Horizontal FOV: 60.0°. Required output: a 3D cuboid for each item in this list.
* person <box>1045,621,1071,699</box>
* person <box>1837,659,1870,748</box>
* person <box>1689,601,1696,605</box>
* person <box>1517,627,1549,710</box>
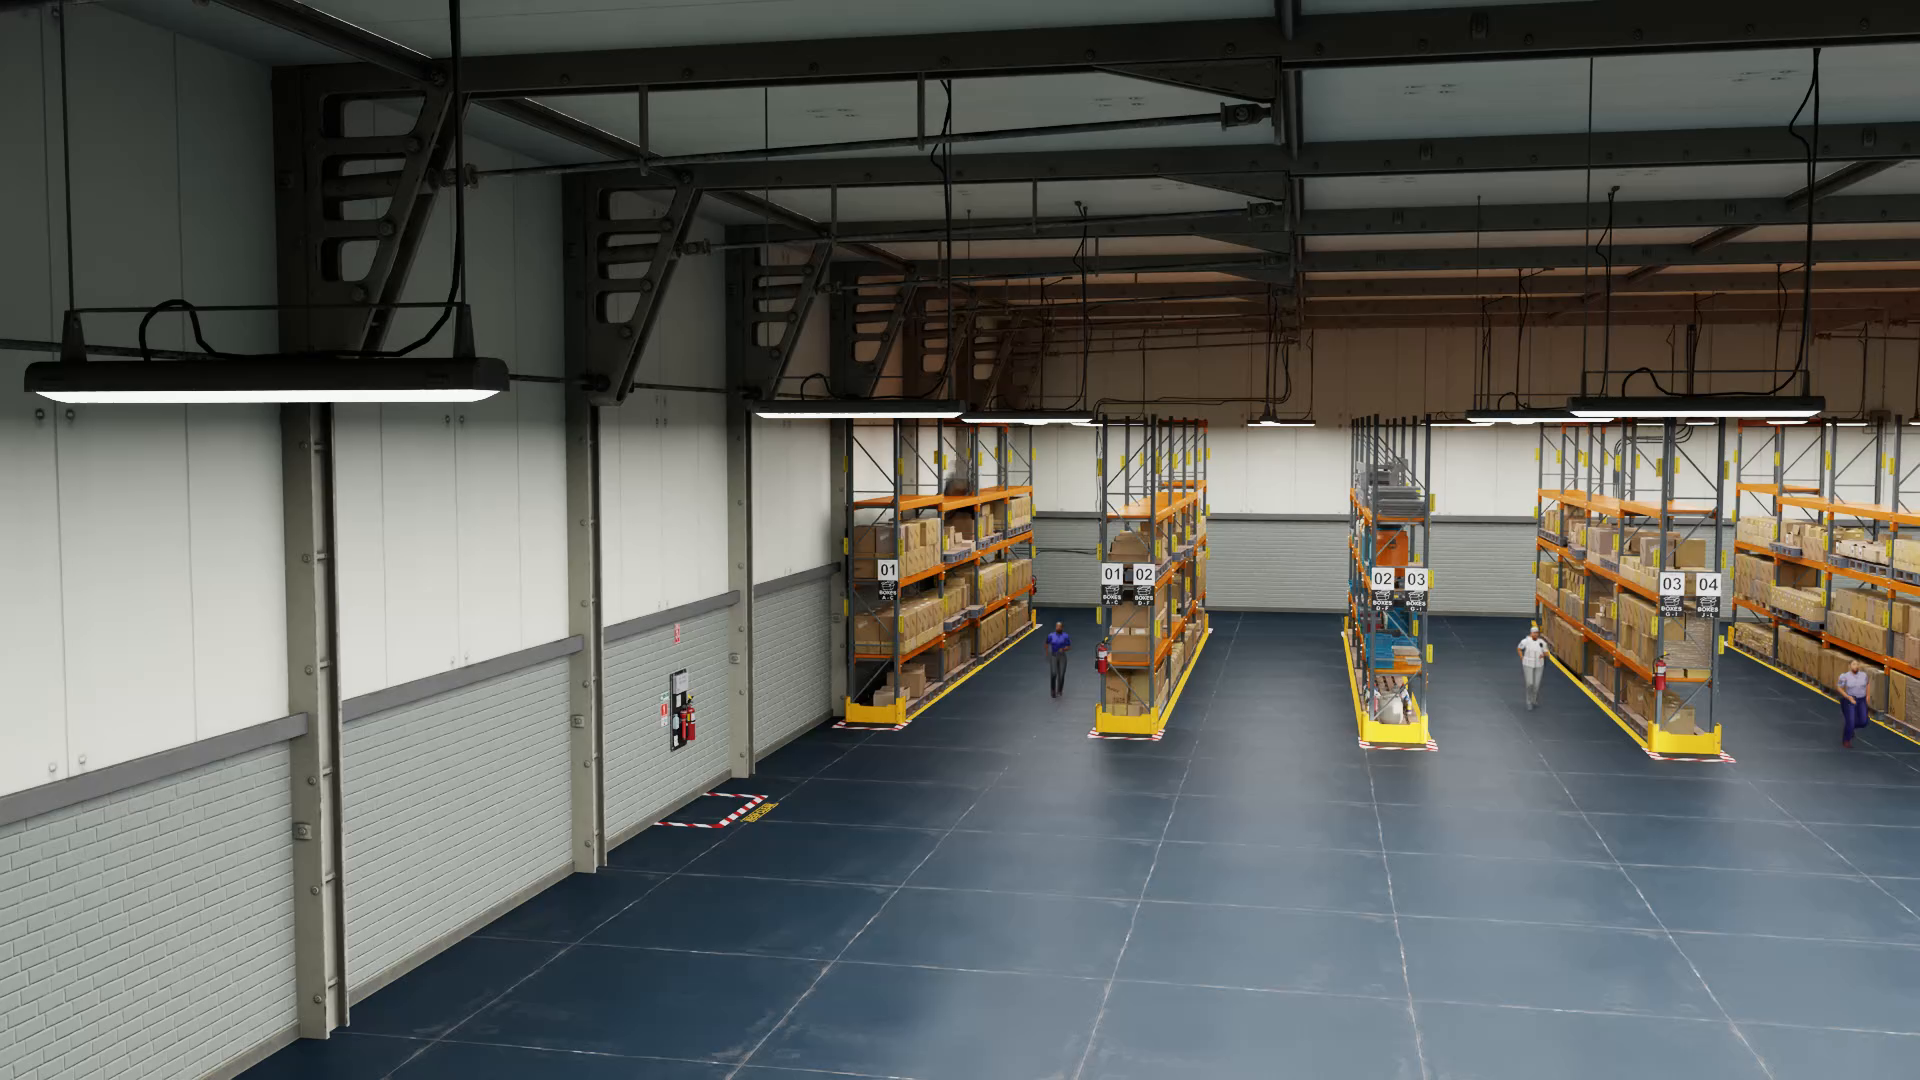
[{"bbox_3d":[2.078,2.548,35.284,0.545,1.644,0.664,0,4,0],"label":"person"},{"bbox_3d":[16.106,2.938,29.942,0.627,1.609,0.615,0,4,5],"label":"person"},{"bbox_3d":[19.028,2.028,43.506,0.593,1.610,0.549,1,4,18],"label":"person"},{"bbox_3d":[11.773,2.646,34.132,0.592,1.725,0.671,0,4,6],"label":"person"}]
